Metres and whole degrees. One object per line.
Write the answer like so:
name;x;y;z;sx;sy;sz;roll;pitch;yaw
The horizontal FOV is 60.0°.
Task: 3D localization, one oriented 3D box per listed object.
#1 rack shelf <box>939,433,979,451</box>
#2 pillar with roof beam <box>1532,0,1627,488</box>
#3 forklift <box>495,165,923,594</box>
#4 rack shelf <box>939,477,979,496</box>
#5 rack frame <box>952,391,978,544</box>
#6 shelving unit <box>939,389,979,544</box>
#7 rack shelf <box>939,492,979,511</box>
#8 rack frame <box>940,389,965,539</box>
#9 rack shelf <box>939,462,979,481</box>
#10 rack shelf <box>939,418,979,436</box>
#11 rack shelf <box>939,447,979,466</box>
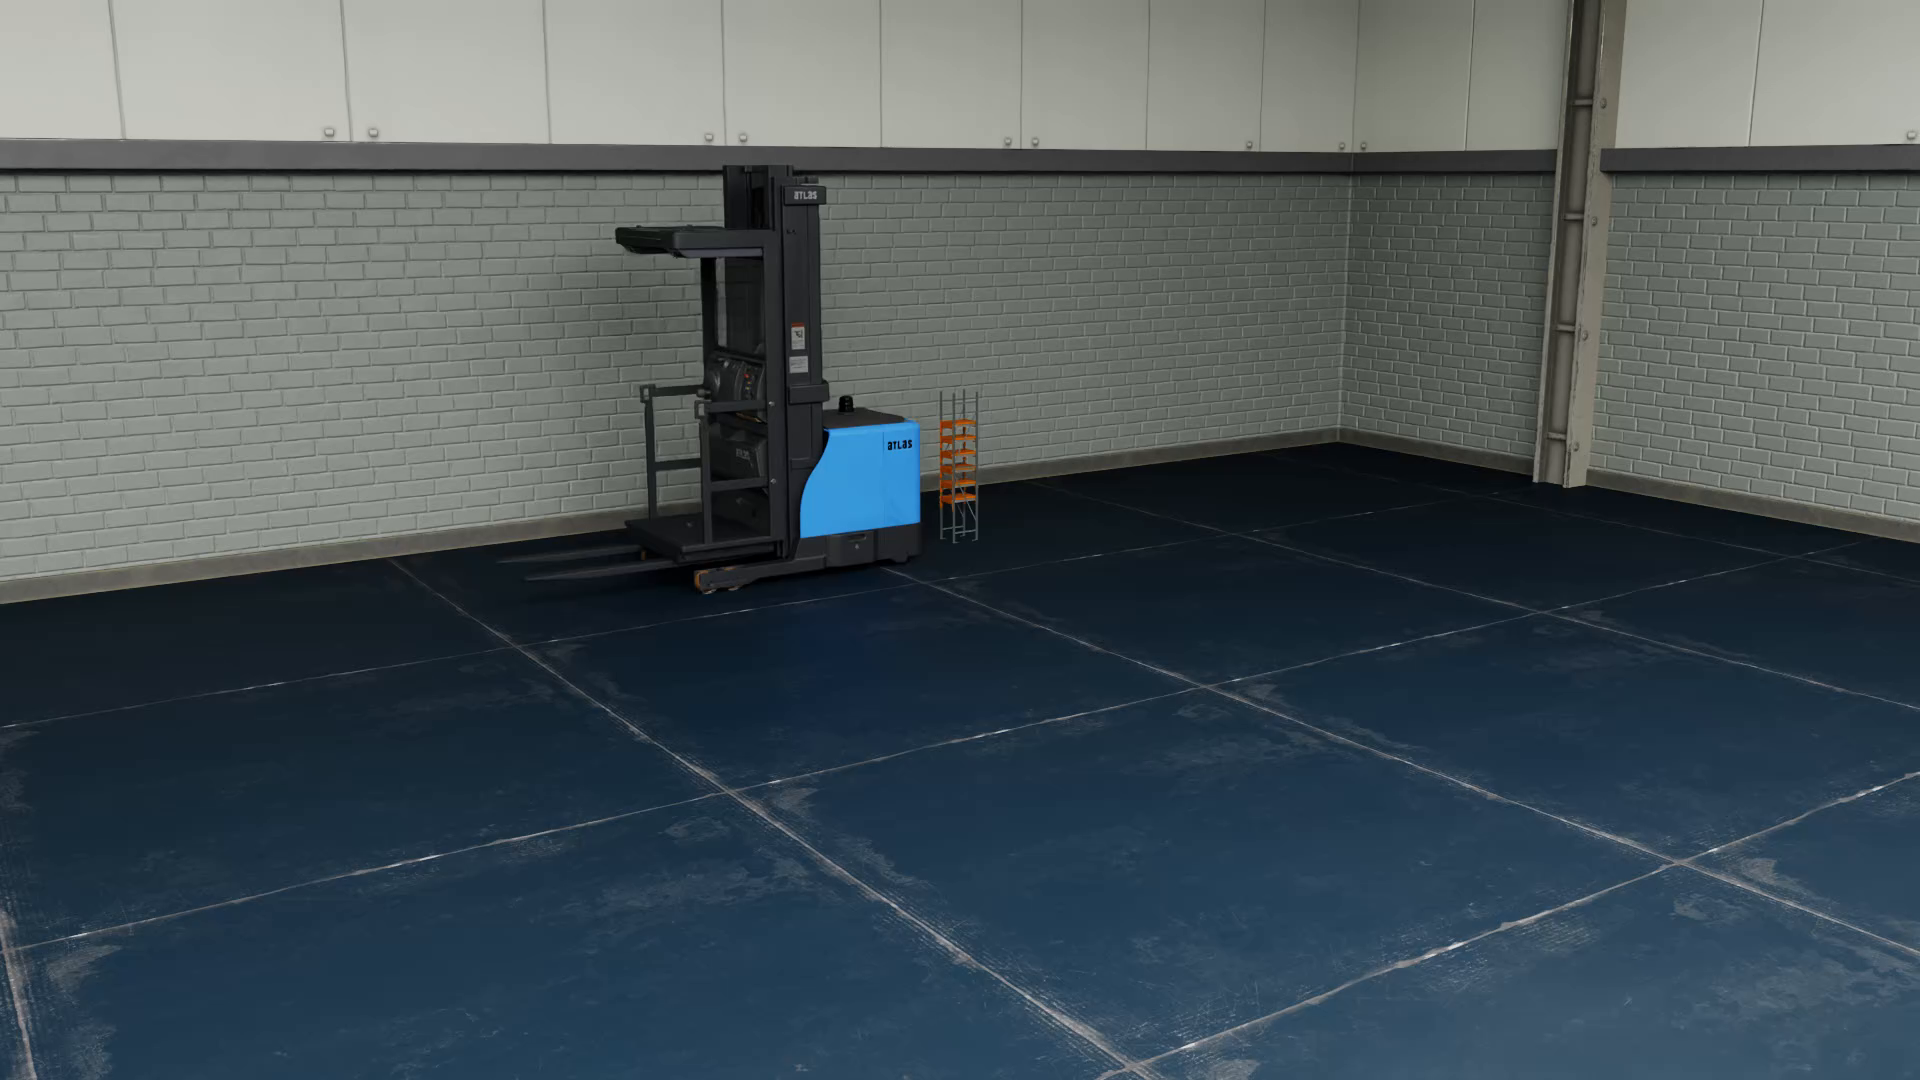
rack shelf;-0.008;-0.780;13.204;0.258;0.103;0.180;-8;15;-33
pillar with roof beam;2.131;-4.429;12.552;9.100;9.000;0.400;-8;15;-33
forklift;-1.801;-1.182;11.907;3.031;2.935;1.130;-8;15;-32
rack shelf;-0.008;-0.428;13.280;0.258;0.103;0.180;-8;15;-33
rack frame;0.043;-0.572;13.171;0.240;1.200;0.006;-8;15;-33
shelving unit;-0.008;-0.589;13.245;0.258;1.200;0.189;-8;15;-33
rack shelf;-0.008;-0.311;13.306;0.258;0.103;0.180;-8;15;-33
rack frame;-0.059;-0.605;13.320;0.240;1.200;0.006;-8;15;-33
rack shelf;-0.008;-0.545;13.255;0.258;0.103;0.180;-8;15;-33
rack shelf;-0.008;-0.897;13.178;0.258;0.103;0.180;-8;15;-33
rack shelf;-0.008;-0.663;13.229;0.258;0.103;0.180;-8;15;-33
